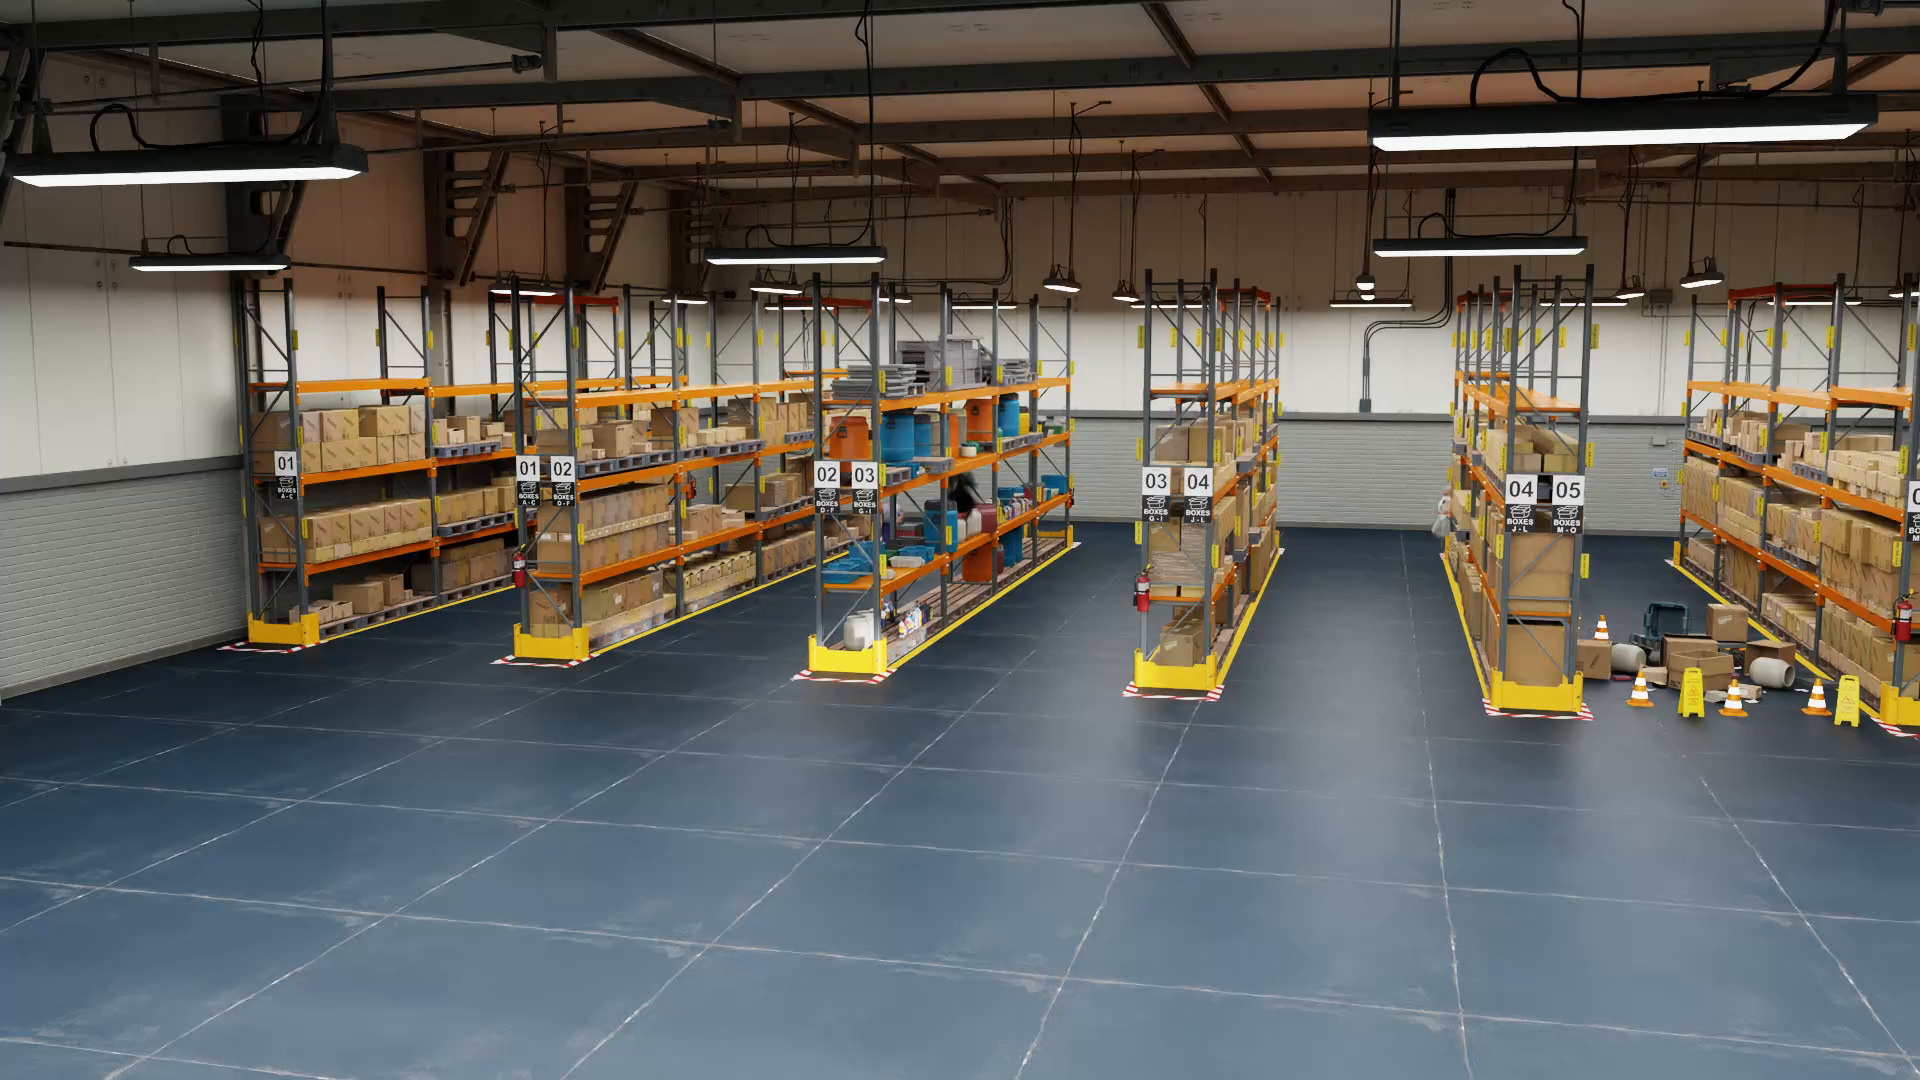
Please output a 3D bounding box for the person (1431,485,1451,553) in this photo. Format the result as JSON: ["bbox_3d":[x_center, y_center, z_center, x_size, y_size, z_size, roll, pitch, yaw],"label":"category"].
[{"bbox_3d":[11.435,-0.483,39.072,0.577,1.624,0.584,-1,7,-5],"label":"person"}]

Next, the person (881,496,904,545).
[{"bbox_3d":[-1.555,-0.245,37.178,0.590,1.588,0.591,0,7,3],"label":"person"}]
